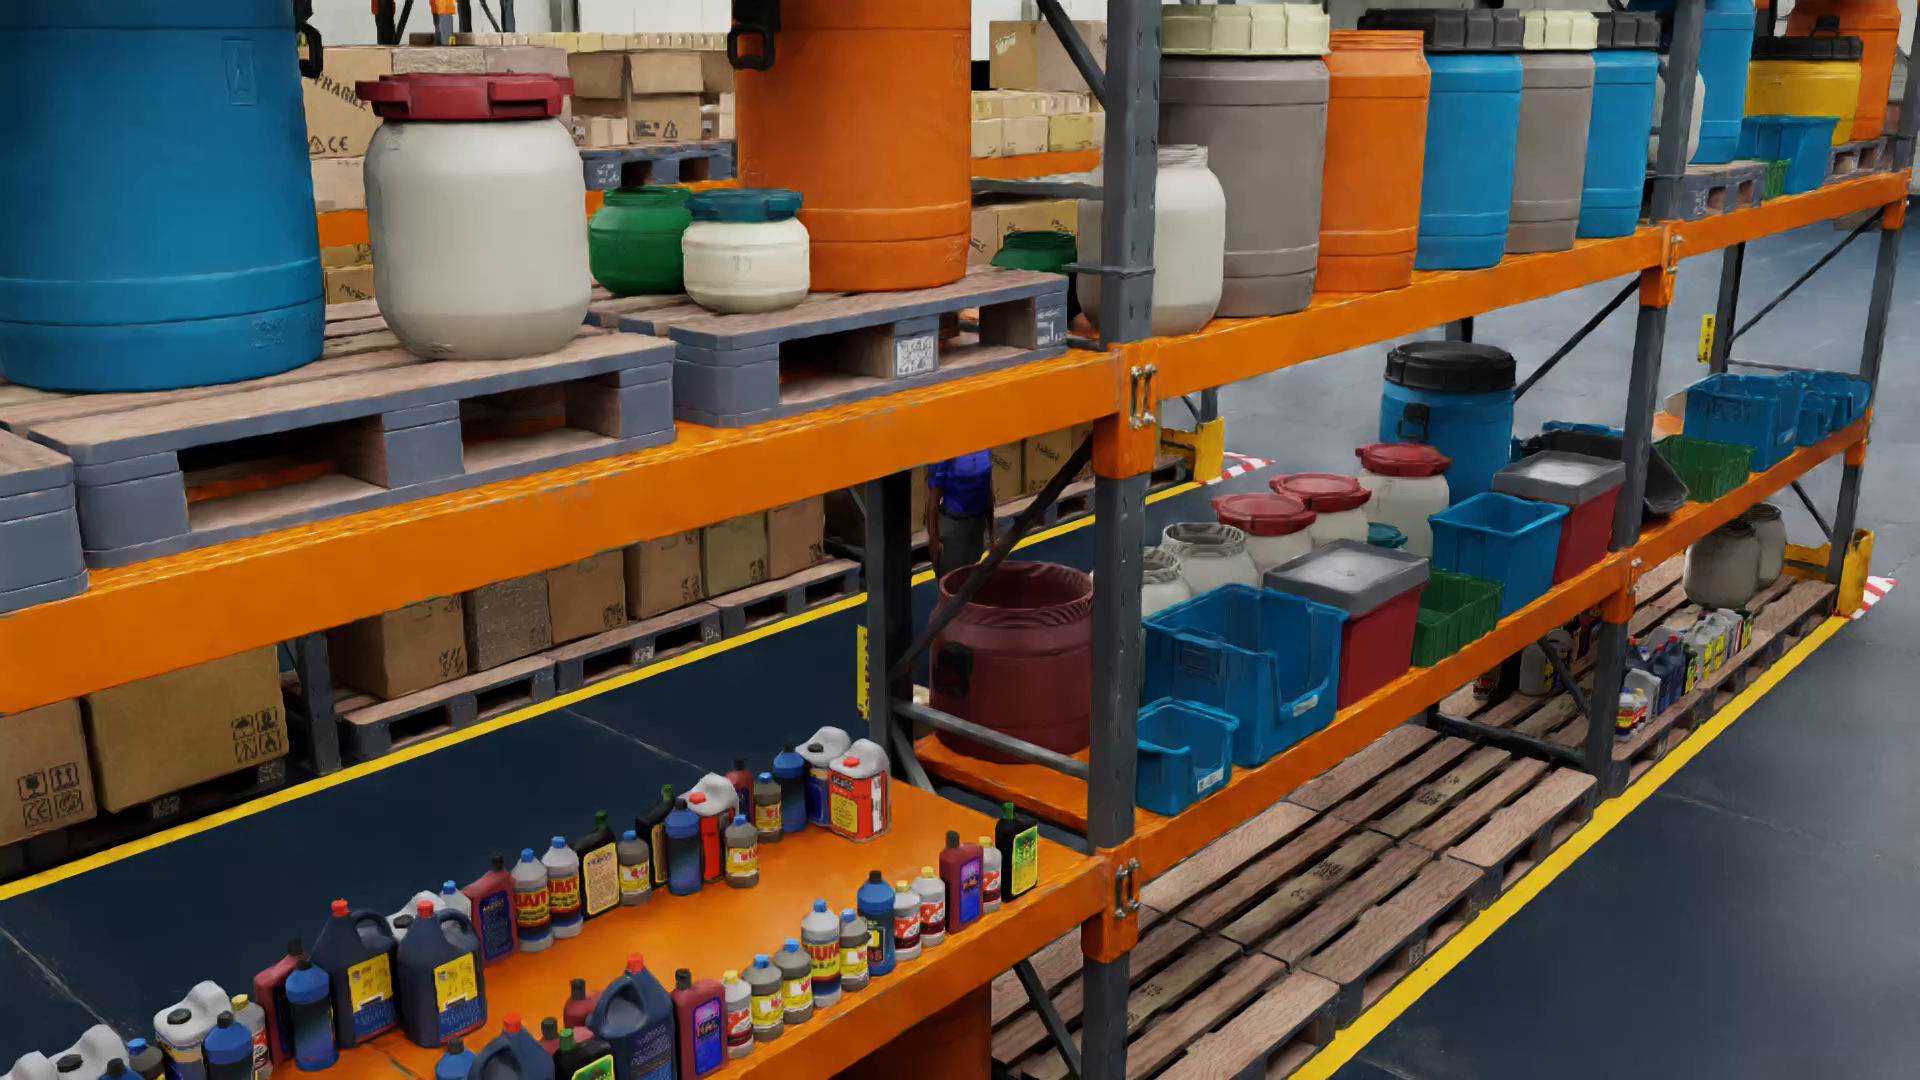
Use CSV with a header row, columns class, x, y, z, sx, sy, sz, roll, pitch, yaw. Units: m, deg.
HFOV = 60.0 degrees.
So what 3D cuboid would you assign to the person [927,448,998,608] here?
class,x,y,z,sx,sy,sz,roll,pitch,yaw
person,-0.010,-0.047,9.673,0.361,1.668,0.483,14,22,39
